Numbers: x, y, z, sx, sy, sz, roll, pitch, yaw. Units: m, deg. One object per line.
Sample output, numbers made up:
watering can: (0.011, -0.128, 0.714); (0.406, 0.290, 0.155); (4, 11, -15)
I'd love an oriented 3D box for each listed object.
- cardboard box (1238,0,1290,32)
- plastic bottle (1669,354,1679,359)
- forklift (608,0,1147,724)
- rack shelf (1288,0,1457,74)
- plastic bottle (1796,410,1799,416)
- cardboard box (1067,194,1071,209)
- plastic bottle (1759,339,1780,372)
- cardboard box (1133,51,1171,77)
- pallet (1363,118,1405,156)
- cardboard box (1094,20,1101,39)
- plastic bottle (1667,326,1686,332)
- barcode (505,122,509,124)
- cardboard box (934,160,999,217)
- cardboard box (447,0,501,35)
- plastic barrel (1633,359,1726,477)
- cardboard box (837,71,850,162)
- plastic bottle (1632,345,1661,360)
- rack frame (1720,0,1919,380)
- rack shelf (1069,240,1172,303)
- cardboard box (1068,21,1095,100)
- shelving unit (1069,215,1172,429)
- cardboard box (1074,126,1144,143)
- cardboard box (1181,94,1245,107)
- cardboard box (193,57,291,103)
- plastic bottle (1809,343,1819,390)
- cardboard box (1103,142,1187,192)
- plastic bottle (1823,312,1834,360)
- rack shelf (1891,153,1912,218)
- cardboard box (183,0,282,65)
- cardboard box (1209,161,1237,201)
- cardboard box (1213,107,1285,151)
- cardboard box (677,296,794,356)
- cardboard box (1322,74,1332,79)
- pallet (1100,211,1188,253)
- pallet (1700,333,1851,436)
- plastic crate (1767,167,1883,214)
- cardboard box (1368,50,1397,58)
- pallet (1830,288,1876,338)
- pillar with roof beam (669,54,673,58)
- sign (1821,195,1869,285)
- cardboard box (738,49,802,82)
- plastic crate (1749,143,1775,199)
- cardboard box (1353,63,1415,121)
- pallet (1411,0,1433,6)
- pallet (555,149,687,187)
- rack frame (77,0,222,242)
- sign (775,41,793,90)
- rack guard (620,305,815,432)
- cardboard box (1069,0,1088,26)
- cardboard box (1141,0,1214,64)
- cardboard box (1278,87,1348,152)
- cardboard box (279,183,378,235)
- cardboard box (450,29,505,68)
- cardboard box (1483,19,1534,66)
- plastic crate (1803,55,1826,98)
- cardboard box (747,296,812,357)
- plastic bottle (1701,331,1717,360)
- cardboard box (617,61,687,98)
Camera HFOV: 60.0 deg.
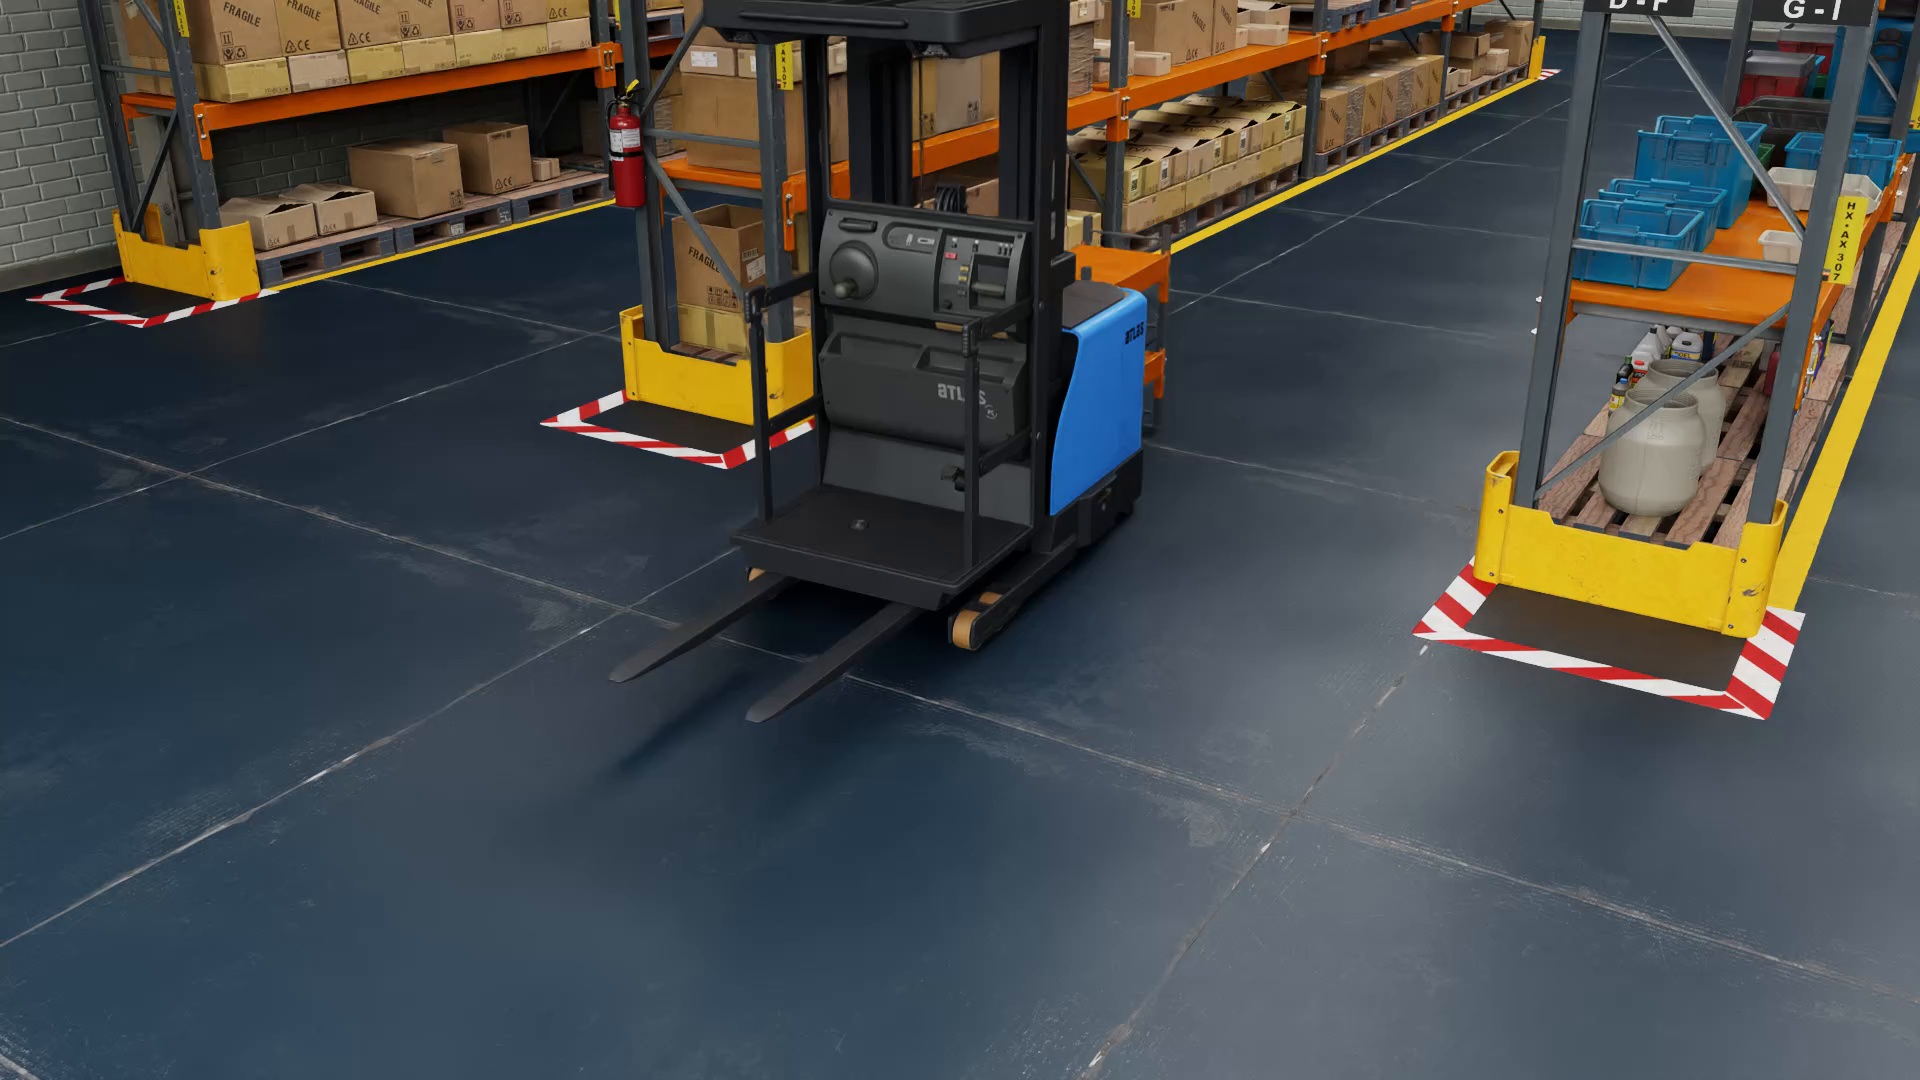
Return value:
cardboard box: (2.625, -4.694, 14.931); (0.500, 0.311, 0.500); (16, 28, 32)
plastic bottle: (3.876, -0.911, 9.048); (0.097, 0.201, 0.097); (0, 23, 0)
forklift: (-0.262, -1.102, 6.606); (1.130, 2.935, 3.031); (12, 26, 26)
rack shelf: (3.909, -5.194, 16.877); (1.077, 0.370, 4.000); (14, 27, 29)
plastic bottle: (4.348, -0.757, 8.691); (0.097, 0.201, 0.097); (0, 23, 0)
cardboard box: (0.717, -2.631, 12.983); (0.500, 0.250, 0.500); (14, 27, 28)
plastic bottle: (4.615, -1.092, 9.371); (0.152, 0.276, 0.135); (14, 27, 29)
cardboard box: (1.386, -3.640, 12.698); (0.380, 0.149, 0.250); (14, 27, 29)
pallet: (3.925, -4.223, 17.240); (1.003, 0.211, 1.213); (14, 27, 29)
cardboard box: (1.503, -6.681, 22.026); (0.700, 0.500, 0.500); (14, 27, 28)
plastic bottle: (4.073, -1.197, 9.519); (0.144, 0.351, 0.185); (13, 26, 27)
barcode: (-3.955, -3.605, 14.493); (0.001, 0.075, 0.075); (14, 27, 29)
cardboard box: (0.151, -2.236, 11.127); (0.500, 0.500, 0.500); (14, 27, 29)
cardboard box: (-3.986, -4.259, 13.031); (0.500, 0.500, 0.500); (13, 27, 27)
plastic barrel: (3.387, -0.568, 7.889); (0.421, 0.512, 0.421); (0, 23, 0)
cardboard box: (-0.835, -2.528, 9.688); (0.700, 0.500, 0.500); (15, 27, 30)
plastic bottle: (3.666, -0.899, 8.927); (0.152, 0.276, 0.135); (13, 27, 28)
rack frame: (4.951, -2.460, 9.656); (1.000, 3.000, 0.127); (14, 27, 29)
rack shelf: (0.646, -1.274, 8.540); (0.538, 0.278, 1.000); (12, 26, 26)
cardboard box: (0.516, -3.394, 11.688); (0.700, 0.500, 0.500); (13, 27, 28)
shelving unit: (0.646, -1.005, 8.657); (0.538, 1.125, 1.048); (12, 26, 26)
cardboard box: (1.249, -3.229, 13.659); (0.500, 0.311, 0.500); (14, 27, 29)
cardboard box: (2.329, -3.922, 15.261); (0.500, 0.311, 0.500); (15, 28, 31)
cardboard box: (-5.049, -3.224, 11.586); (0.500, 0.250, 0.500); (13, 27, 27)
plastic bottle: (4.584, -0.994, 9.052); (0.144, 0.351, 0.185); (14, 27, 29)
cardboard box: (1.443, -2.942, 12.997); (0.500, 0.311, 0.500); (14, 27, 28)
plastic bottle: (4.977, -1.183, 9.573); (0.061, 0.283, 0.133); (15, 28, 32)
rack shelf: (6.006, -2.805, 11.358); (1.077, 0.370, 4.000); (14, 27, 29)
cardboard box: (-5.069, -3.568, 11.437); (0.500, 0.500, 0.500); (14, 27, 29)
cardboard box: (1.978, -3.033, 13.913); (0.500, 0.250, 0.500); (14, 27, 30)
cardboard box: (2.519, -3.632, 14.591); (0.500, 0.311, 0.500); (13, 27, 28)
cardboard box: (-1.334, -1.323, 9.962); (0.500, 0.250, 0.500); (14, 27, 29)
cardboard box: (3.422, -4.443, 16.831); (0.500, 0.500, 0.500); (13, 27, 27)
pallet: (1.100, -2.476, 13.204); (1.003, 0.211, 1.213); (14, 27, 29)
pallet: (4.561, -0.962, 9.707); (1.003, 0.211, 1.213); (14, 27, 29)
plastic crate: (4.309, -1.738, 8.320); (0.530, 0.136, 0.437); (14, 27, 29)
cardboard box: (4.502, -5.142, 18.444); (0.500, 0.500, 0.500); (13, 26, 27)
pallet: (5.332, -1.453, 10.841); (1.003, 0.211, 1.213); (14, 27, 29)
pillar with roof beam: (0.881, -7.479, 13.700); (9.100, 9.000, 0.400); (14, 27, 29)
sign: (3.306, -1.120, 6.213); (0.100, 0.325, 0.005); (14, 27, 29)
cardboard box: (-0.976, -2.580, 8.991); (0.380, 0.149, 0.250); (14, 27, 29)
plastic crate: (3.995, -1.963, 8.776); (0.450, 0.188, 0.662); (14, 27, 29)
cardboard box: (4.415, -4.693, 17.407); (0.500, 0.500, 0.500); (14, 27, 30)
pallet: (4.450, -5.864, 17.762); (1.003, 0.211, 1.213); (14, 27, 29)
pallet: (-3.057, -3.519, 15.613); (1.003, 0.211, 1.213); (14, 27, 29)
rack frame: (-5.576, -3.186, 11.333); (1.000, 3.000, 0.127); (14, 27, 29)
sign: (-0.897, -2.464, 8.477); (0.100, 0.325, 0.005); (14, 27, 29)
rack guard: (-1.378, -0.994, 9.416); (1.175, 0.500, 0.348); (14, 27, 29)
cardboard box: (0.651, -3.623, 11.400); (0.380, 0.149, 0.250); (13, 27, 28)
cardboard box: (1.705, -4.147, 13.429); (0.500, 0.500, 0.500); (14, 27, 29)
cardboard box: (3.337, -3.997, 15.801); (0.500, 0.500, 0.500); (15, 28, 31)
cardboard box: (-4.834, -2.561, 12.720); (0.500, 0.311, 0.500); (16, 28, 33)
cardboard box: (-3.980, -3.913, 13.178); (0.500, 0.250, 0.500); (14, 27, 29)
cardboard box: (6.997, -6.369, 21.278); (0.500, 0.500, 0.500); (14, 27, 29)
plastic crate: (5.268, -2.890, 10.670); (0.392, 0.384, 0.575); (14, 27, 29)
cardboard box: (-0.894, -1.214, 9.711); (0.500, 0.250, 0.500); (14, 27, 29)
plastic bottle: (4.295, -1.230, 9.597); (0.144, 0.351, 0.185); (14, 27, 29)
cardboard box: (-2.862, -4.336, 15.639); (0.500, 0.250, 0.500); (13, 27, 28)
